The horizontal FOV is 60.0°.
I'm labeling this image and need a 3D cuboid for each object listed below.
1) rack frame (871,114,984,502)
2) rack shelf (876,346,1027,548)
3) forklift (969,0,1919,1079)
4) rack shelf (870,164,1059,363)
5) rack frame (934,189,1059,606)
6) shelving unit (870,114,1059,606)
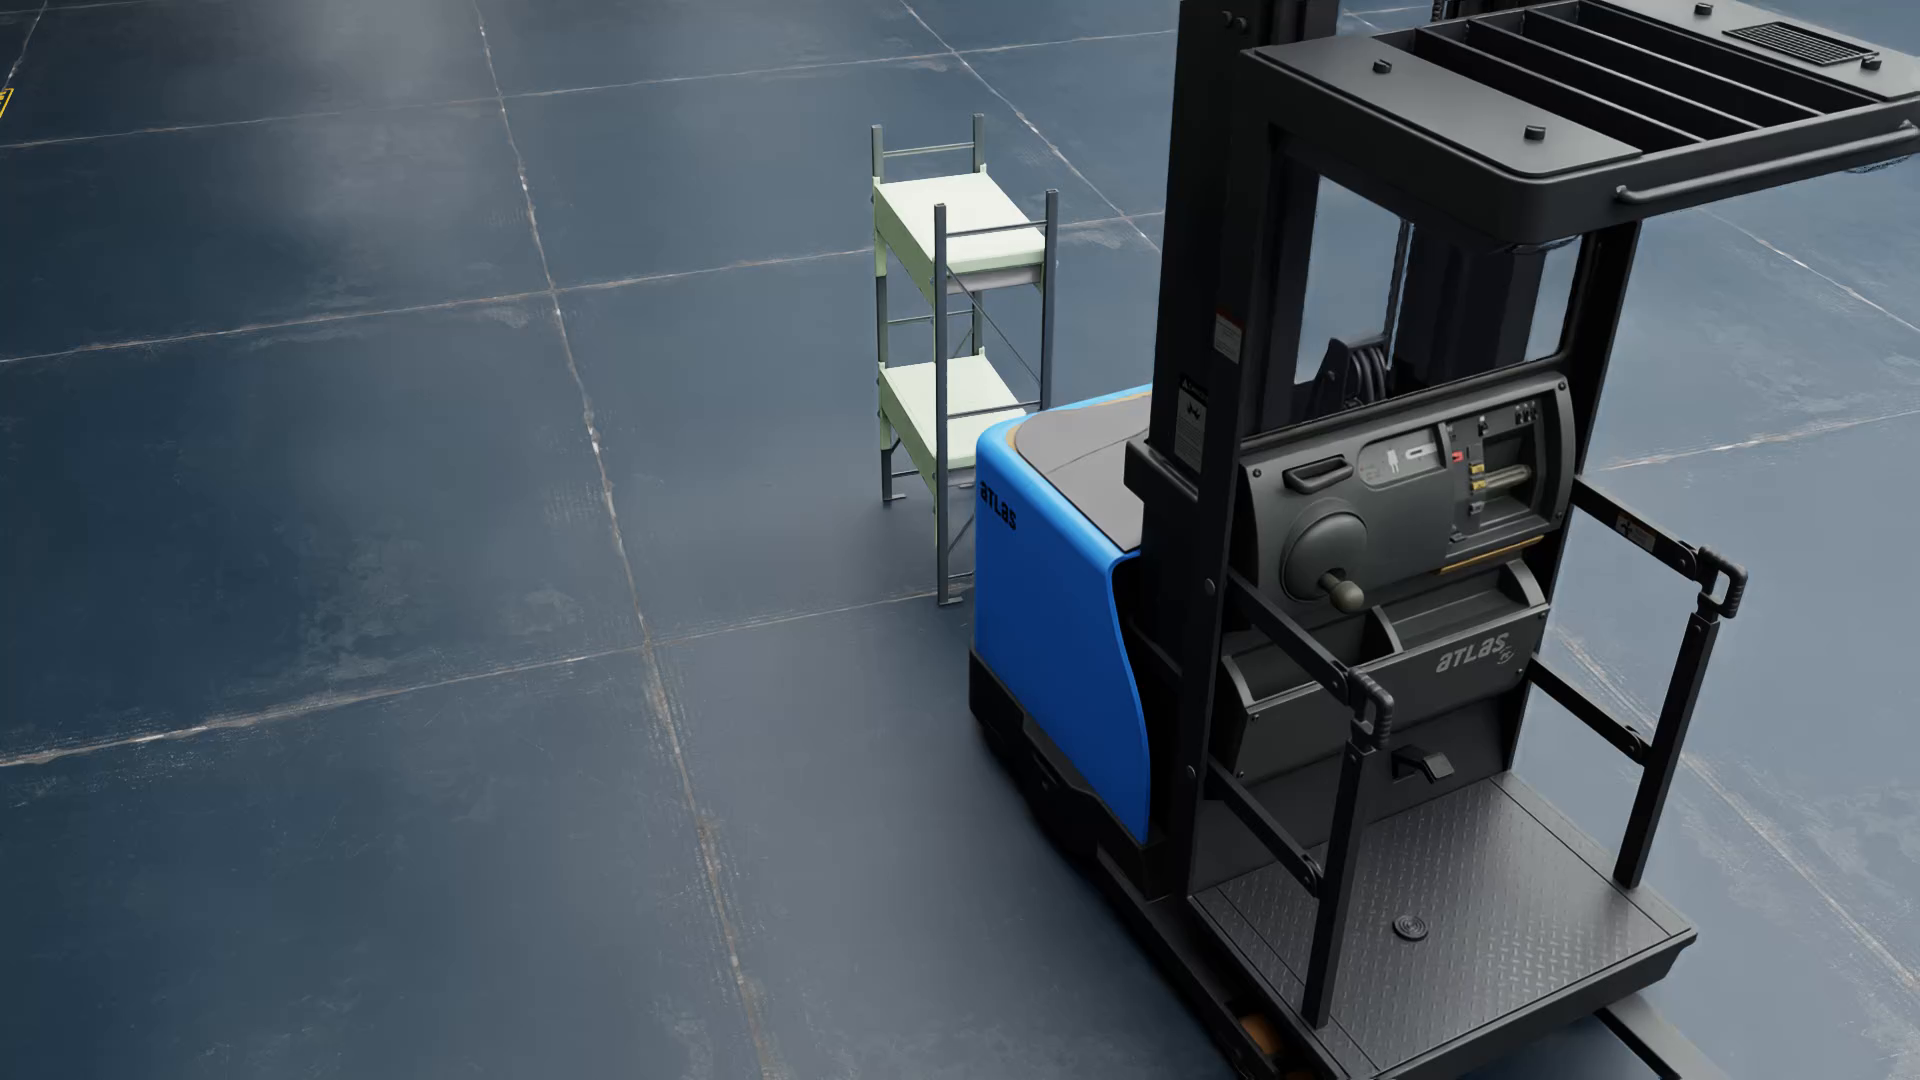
[{"bbox_3d":[-0.110,-0.814,6.122,0.400,1.500,0.023,-10,35,-15],"label":"rack frame"},{"bbox_3d":[0.002,-0.350,6.011,0.431,0.370,0.720,-10,35,-15],"label":"rack shelf"},{"bbox_3d":[1.148,-0.052,3.670,1.130,2.935,3.031,-16,37,-22],"label":"forklift"},{"bbox_3d":[0.002,-0.948,5.616,0.431,0.370,0.720,-10,35,-15],"label":"rack shelf"},{"bbox_3d":[0.114,-0.430,5.540,0.400,1.500,0.023,-10,35,-15],"label":"rack frame"},{"bbox_3d":[0.002,-0.622,5.831,0.431,1.500,0.755,-10,35,-15],"label":"shelving unit"}]
